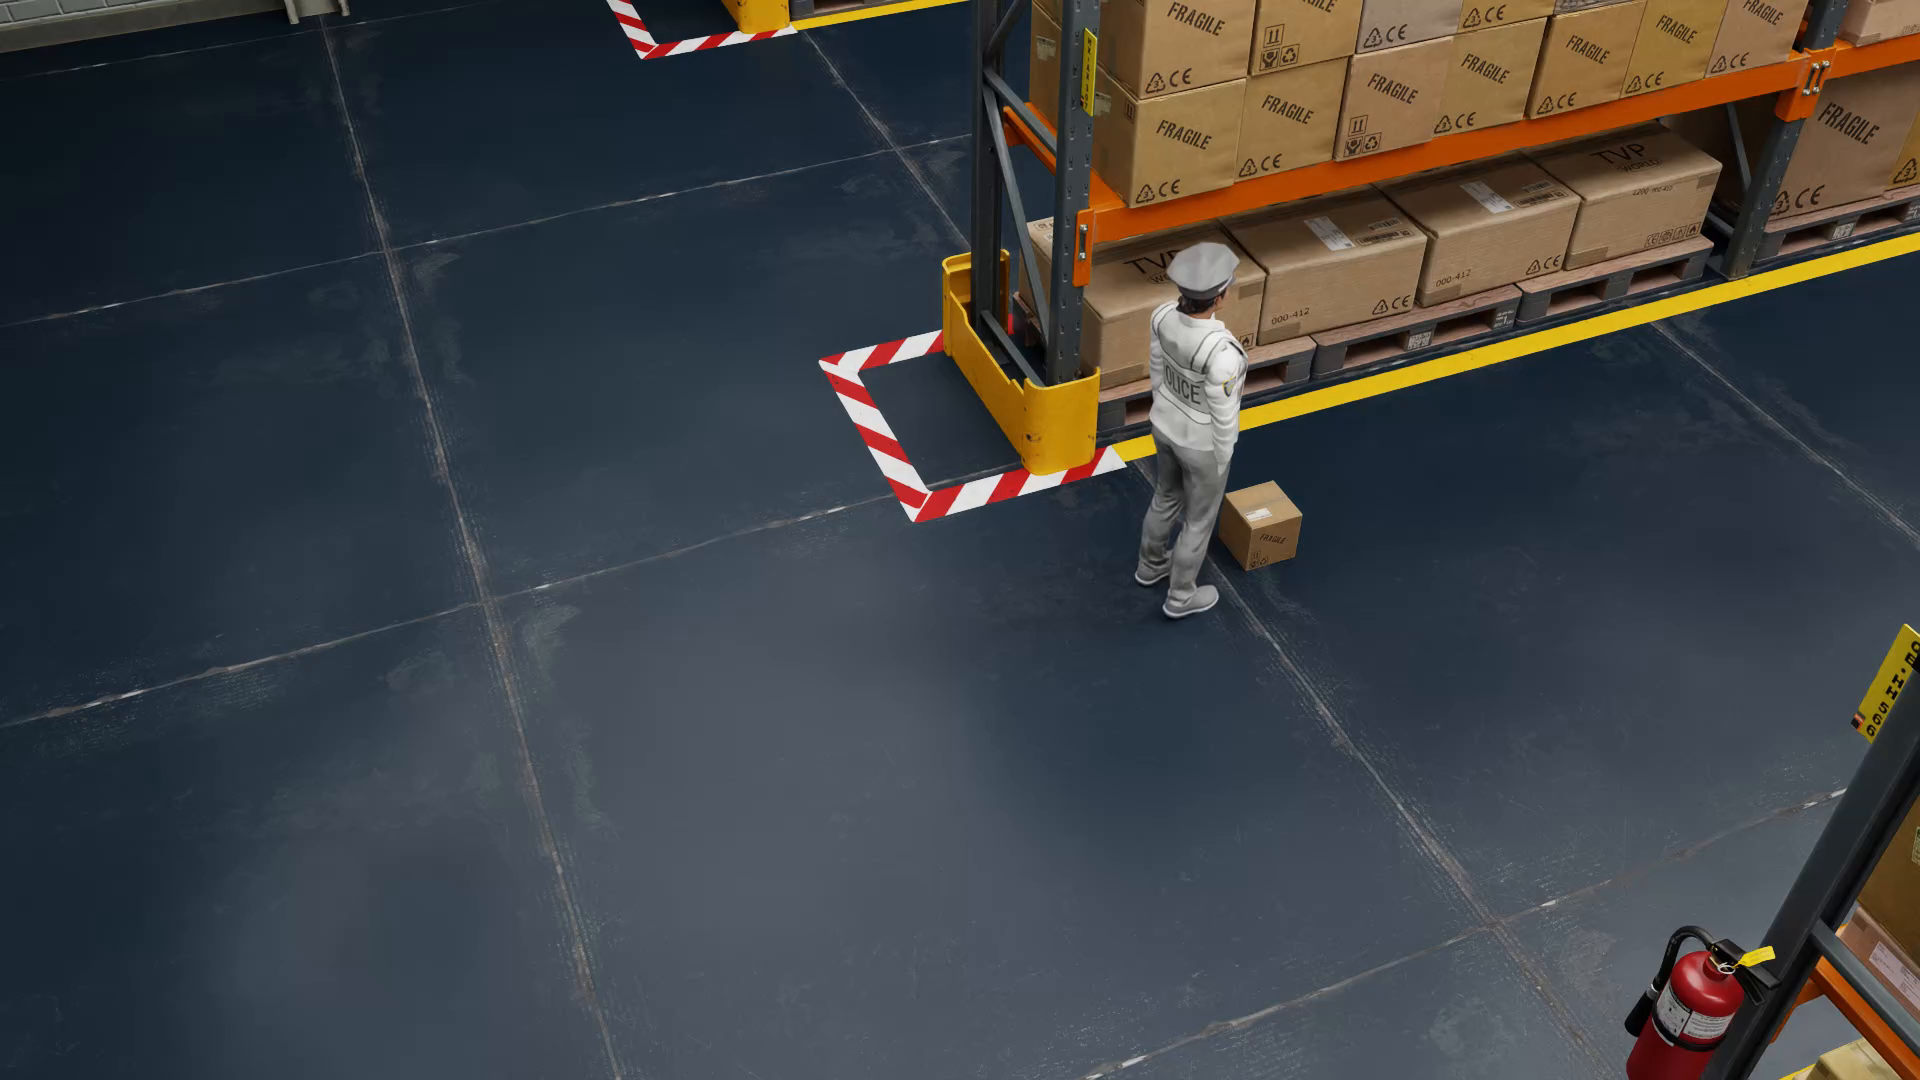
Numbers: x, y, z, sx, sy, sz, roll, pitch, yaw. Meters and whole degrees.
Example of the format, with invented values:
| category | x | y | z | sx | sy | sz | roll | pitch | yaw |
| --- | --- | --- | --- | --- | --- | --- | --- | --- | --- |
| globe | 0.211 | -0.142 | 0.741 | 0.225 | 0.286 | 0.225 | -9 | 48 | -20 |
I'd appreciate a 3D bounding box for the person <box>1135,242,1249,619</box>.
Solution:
| category | x | y | z | sx | sy | sz | roll | pitch | yaw |
| --- | --- | --- | --- | --- | --- | --- | --- | --- | --- |
| person | 0.926 | -0.425 | 6.633 | 0.337 | 1.687 | 0.467 | -24 | 47 | -24 |
